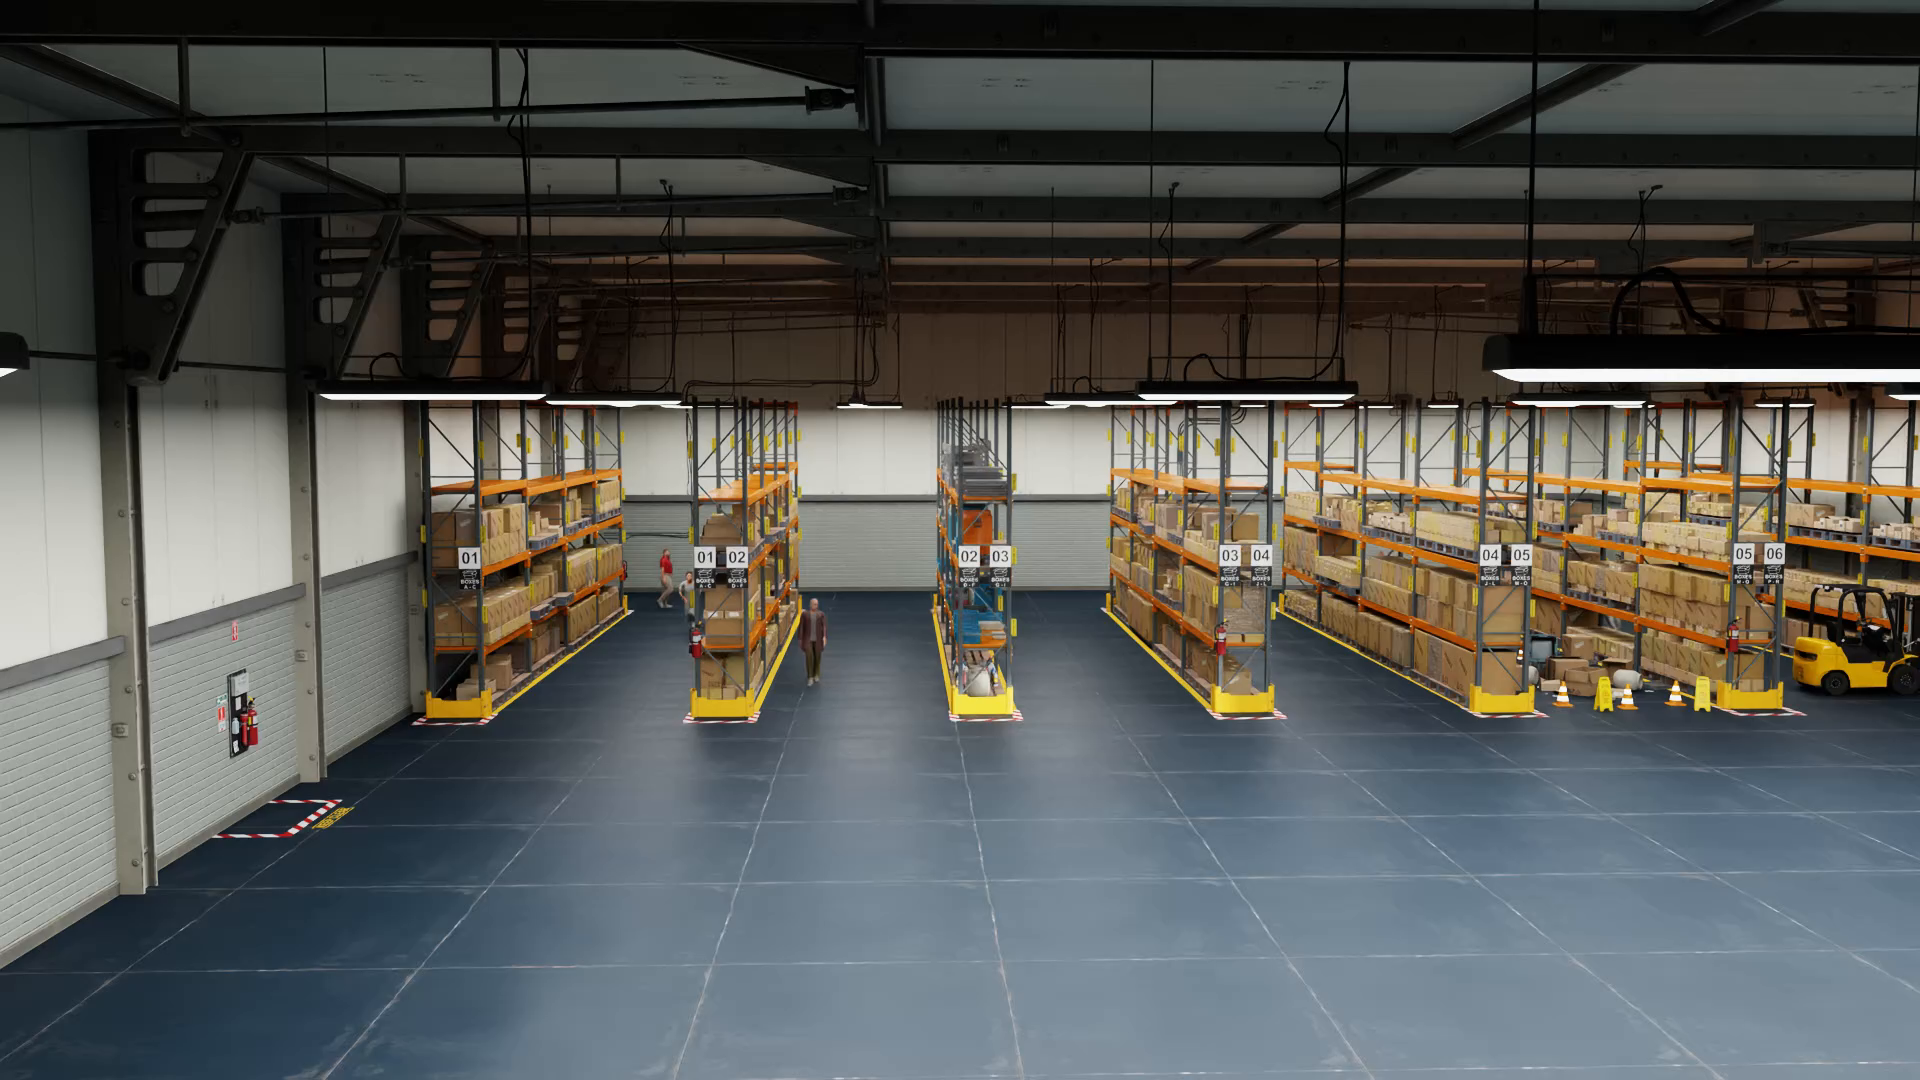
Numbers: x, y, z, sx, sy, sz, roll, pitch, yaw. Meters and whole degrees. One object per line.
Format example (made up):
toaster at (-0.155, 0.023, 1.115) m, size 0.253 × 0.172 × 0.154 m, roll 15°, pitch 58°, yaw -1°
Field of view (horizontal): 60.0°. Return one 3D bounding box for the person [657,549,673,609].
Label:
person at (-8.572, 1.115, 48.340) m, size 0.474 × 1.730 × 0.567 m, roll -1°, pitch 4°, yaw -8°

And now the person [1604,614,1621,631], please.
person at (16.906, 1.592, 42.961) m, size 0.500 × 1.706 × 0.361 m, roll -3°, pitch 5°, yaw -30°

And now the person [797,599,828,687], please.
person at (-3.078, 2.149, 35.024) m, size 0.620 × 1.795 × 0.799 m, roll -1°, pitch 5°, yaw -15°

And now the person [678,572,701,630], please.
person at (-7.022, 1.593, 43.333) m, size 0.539 × 1.576 × 0.701 m, roll 1°, pitch 4°, yaw 7°

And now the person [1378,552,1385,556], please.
person at (11.982, 1.217, 47.251) m, size 0.423 × 1.728 × 0.565 m, roll 3°, pitch 6°, yaw 37°
